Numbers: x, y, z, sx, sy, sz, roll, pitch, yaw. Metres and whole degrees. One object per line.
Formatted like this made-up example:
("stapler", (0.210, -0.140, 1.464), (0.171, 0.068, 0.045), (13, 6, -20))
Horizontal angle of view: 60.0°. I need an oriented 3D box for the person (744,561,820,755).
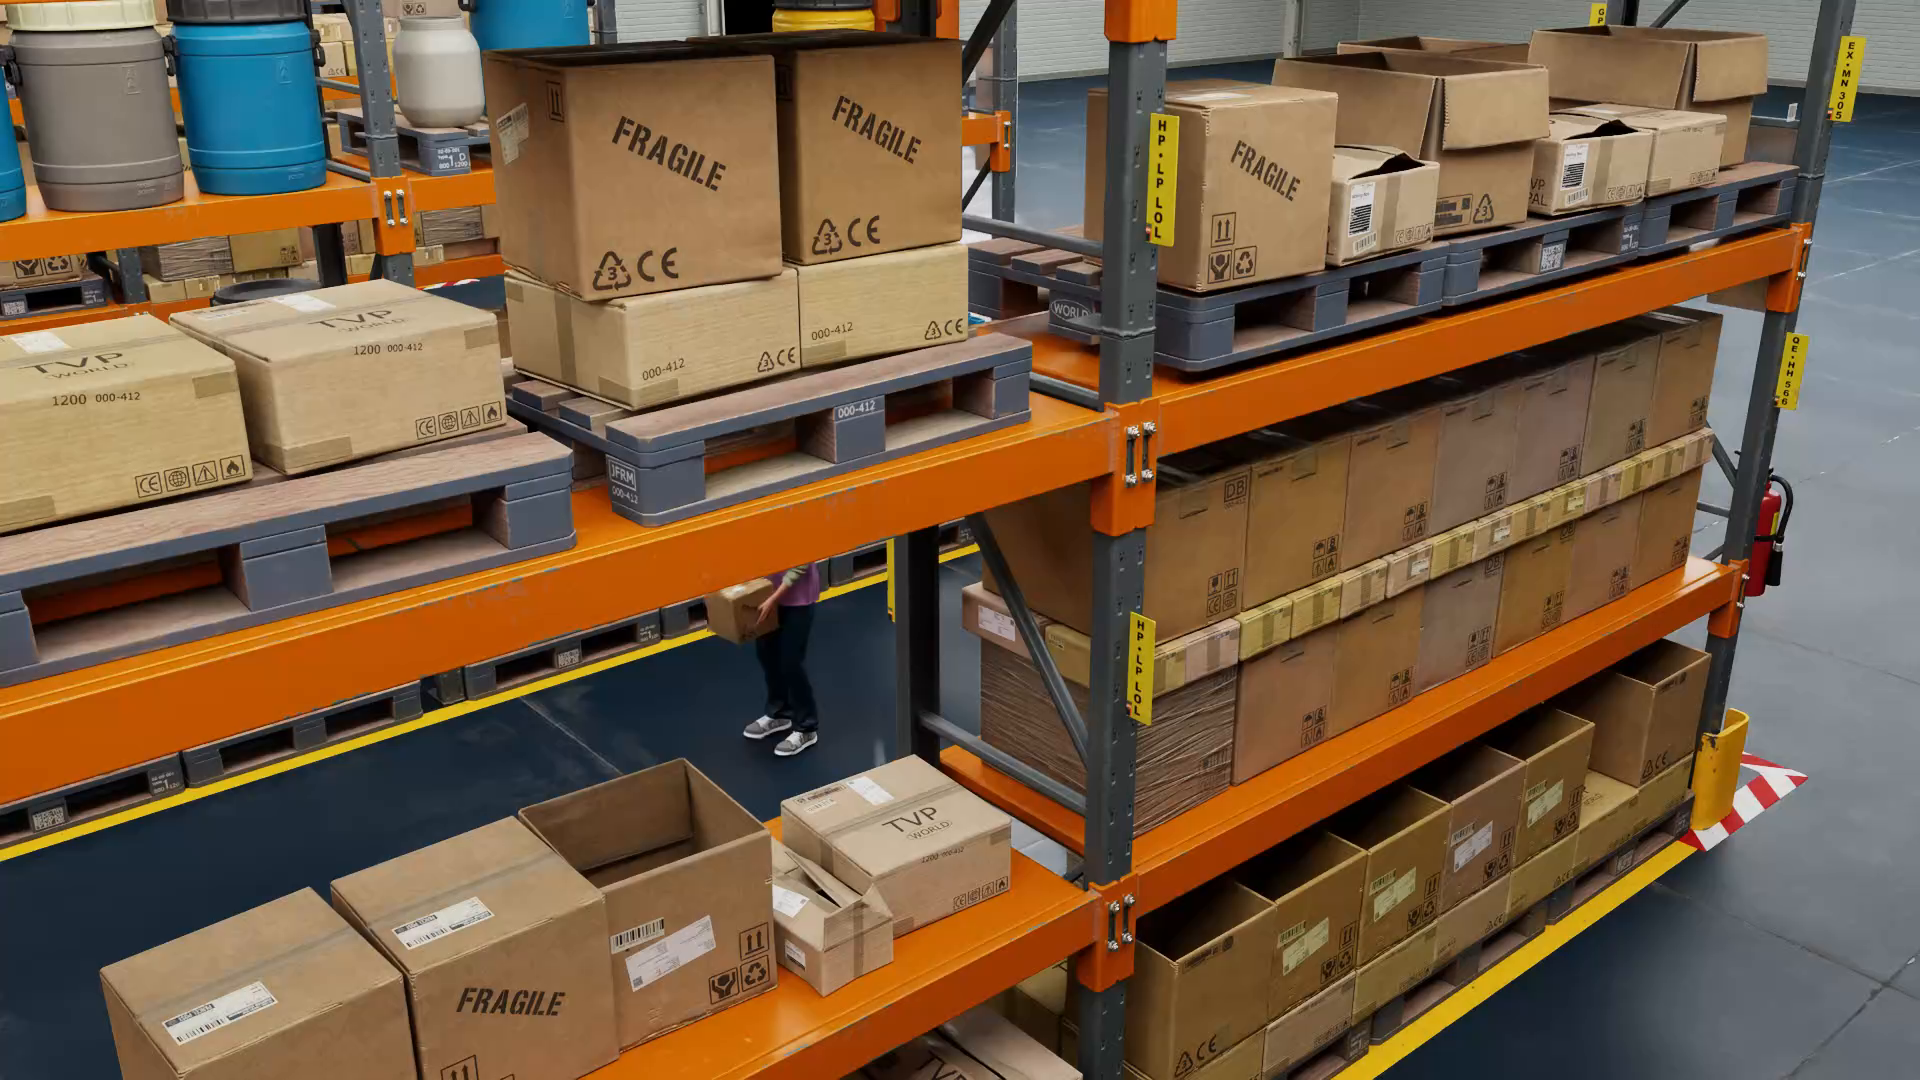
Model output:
("person", (-0.919, 0.303, 8.306), (0.424, 1.603, 0.444), (-18, 27, -38))
